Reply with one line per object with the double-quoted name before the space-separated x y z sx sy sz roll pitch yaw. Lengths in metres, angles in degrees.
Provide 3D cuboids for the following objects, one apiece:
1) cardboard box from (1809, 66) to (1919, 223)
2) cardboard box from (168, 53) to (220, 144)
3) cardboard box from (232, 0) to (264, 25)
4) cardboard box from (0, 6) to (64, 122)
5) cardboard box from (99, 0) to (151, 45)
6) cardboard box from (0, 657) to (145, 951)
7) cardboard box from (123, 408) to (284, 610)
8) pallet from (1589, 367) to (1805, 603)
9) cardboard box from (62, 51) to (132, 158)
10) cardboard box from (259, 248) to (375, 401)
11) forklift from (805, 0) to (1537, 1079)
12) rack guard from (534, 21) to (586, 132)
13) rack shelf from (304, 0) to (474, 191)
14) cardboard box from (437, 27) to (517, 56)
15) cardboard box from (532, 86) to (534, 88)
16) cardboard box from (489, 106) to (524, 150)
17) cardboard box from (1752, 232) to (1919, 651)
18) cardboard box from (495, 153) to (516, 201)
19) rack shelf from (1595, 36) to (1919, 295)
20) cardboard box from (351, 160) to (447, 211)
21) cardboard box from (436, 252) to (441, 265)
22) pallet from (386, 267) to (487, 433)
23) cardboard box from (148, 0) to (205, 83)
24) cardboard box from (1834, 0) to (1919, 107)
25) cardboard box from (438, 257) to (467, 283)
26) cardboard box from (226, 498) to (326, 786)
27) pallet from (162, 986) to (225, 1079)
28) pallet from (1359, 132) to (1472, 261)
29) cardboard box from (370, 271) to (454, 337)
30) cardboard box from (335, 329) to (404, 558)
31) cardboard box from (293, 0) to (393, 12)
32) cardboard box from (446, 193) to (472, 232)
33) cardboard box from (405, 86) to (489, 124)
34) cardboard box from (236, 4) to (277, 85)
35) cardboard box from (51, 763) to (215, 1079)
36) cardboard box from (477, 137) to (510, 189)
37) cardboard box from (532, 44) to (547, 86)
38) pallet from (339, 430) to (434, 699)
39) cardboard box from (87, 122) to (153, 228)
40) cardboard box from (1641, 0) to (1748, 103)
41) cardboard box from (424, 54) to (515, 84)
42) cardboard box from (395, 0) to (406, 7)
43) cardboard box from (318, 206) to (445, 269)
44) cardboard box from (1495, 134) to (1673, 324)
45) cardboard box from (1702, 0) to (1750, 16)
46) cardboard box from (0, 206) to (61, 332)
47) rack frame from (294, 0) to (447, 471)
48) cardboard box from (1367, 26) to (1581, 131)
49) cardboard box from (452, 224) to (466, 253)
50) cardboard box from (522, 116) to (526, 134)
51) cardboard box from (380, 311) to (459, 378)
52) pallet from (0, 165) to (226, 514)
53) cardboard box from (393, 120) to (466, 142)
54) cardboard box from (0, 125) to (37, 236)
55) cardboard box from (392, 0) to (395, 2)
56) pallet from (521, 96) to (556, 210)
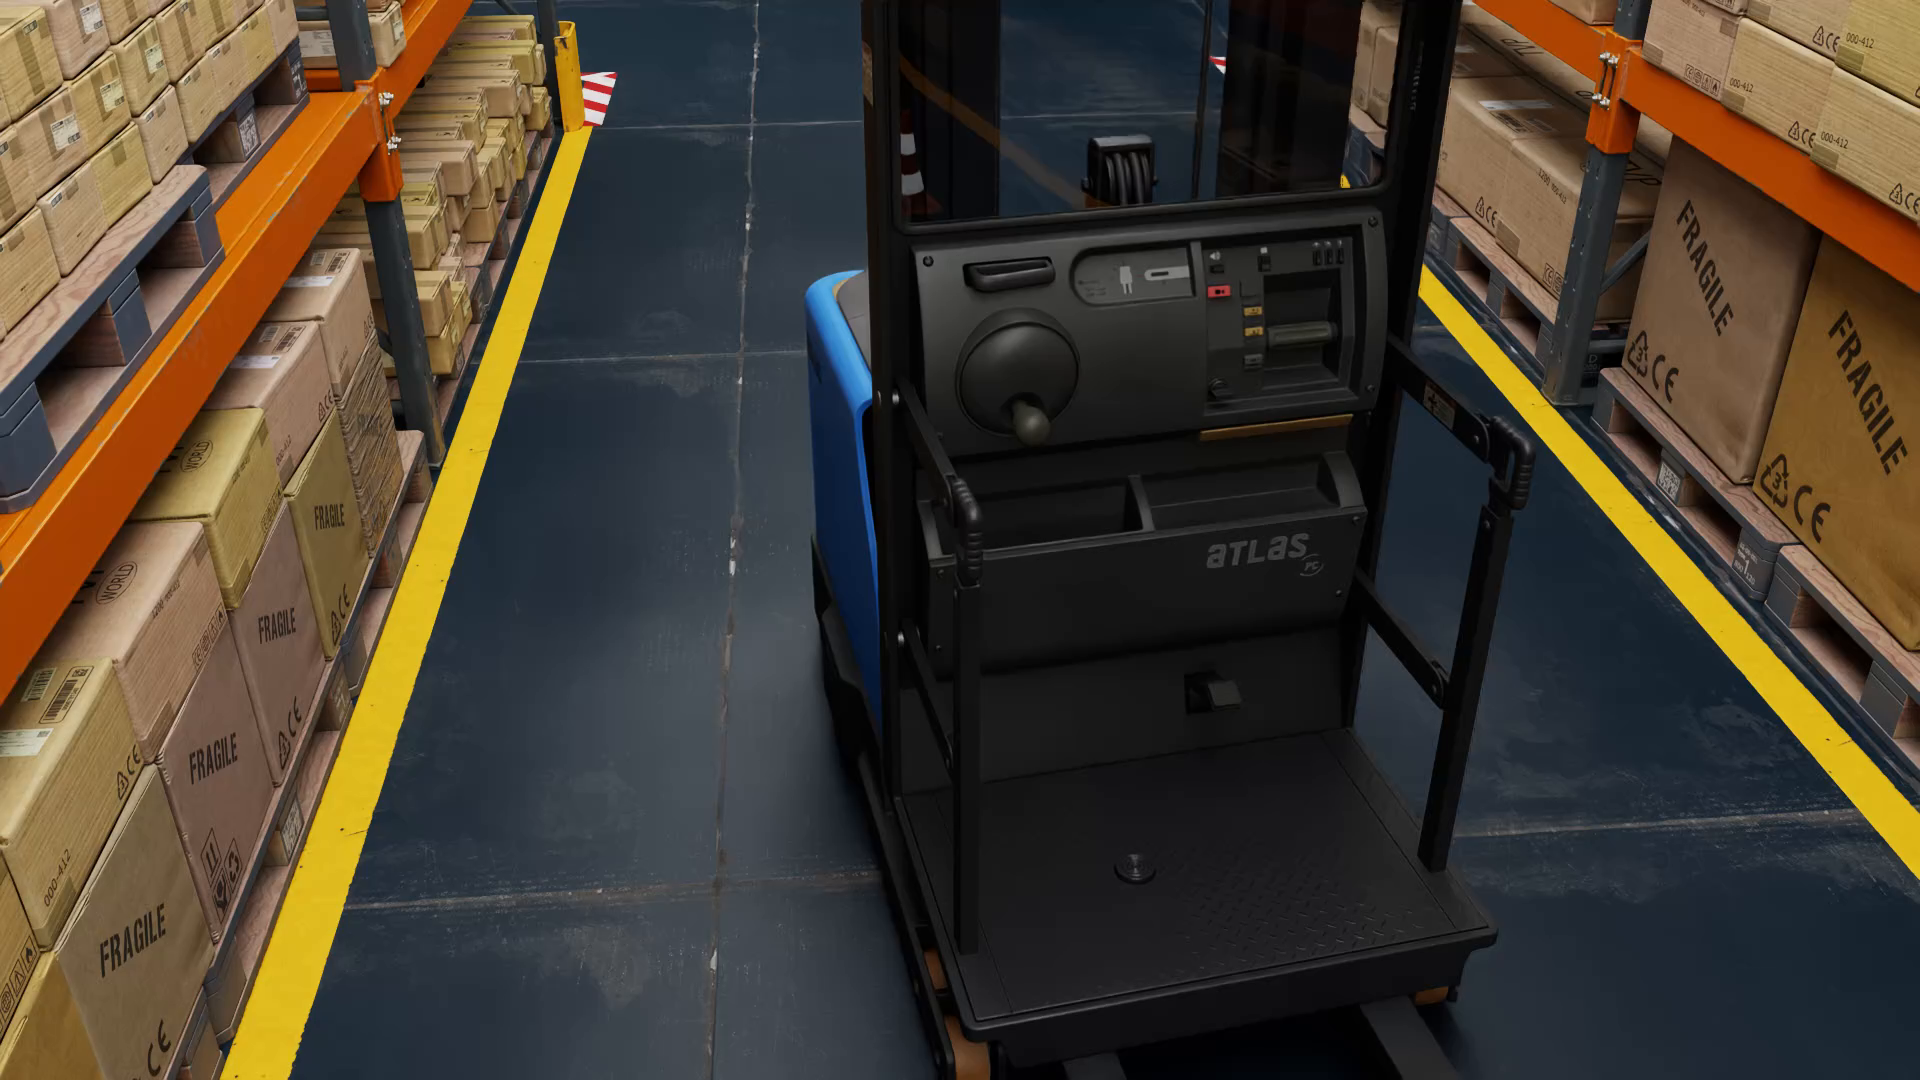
"cardboard box" 2.511 -0.994 4.135 0.500 0.250 0.500 -3 31 -5
"cardboard box" -1.964 -1.024 3.875 0.380 0.149 0.250 -4 31 -7
"cardboard box" -2.008 -1.405 4.223 0.380 0.149 0.250 -3 31 -4
"cardboard box" -1.888 -0.863 3.024 0.380 0.149 0.250 -3 31 -5
"cardboard box" -1.944 -1.137 3.483 0.380 0.149 0.250 -4 31 -6
"cardboard box" -1.765 0.457 2.856 0.500 0.250 0.500 -3 31 -5
"cardboard box" -1.848 -0.062 3.725 0.500 0.250 0.500 -4 31 -7
"pallet" 2.798 -0.235 5.437 1.003 0.211 1.213 -3 31 -5
"cardboard box" -1.907 -0.867 3.321 0.380 0.149 0.250 -3 31 -4
"cardboard box" -1.947 -0.594 4.616 0.500 0.250 0.500 -4 31 -6
"forklift" 0.428 -0.354 2.984 1.130 2.935 3.031 -7 32 -12
"rack guard" -2.635 -2.464 8.887 1.175 0.500 0.348 -3 31 -5
"rack shelf" -2.455 -2.245 6.786 1.077 0.370 4.000 -3 31 -5
"cardboard box" -2.374 -2.398 8.130 0.380 0.149 0.250 -2 31 -4
"cardboard box" -2.385 -2.273 8.501 0.380 0.149 0.250 -2 31 -4
"cardboard box" -2.197 -1.875 7.544 0.380 0.149 0.250 -2 31 -4
"cardboard box" 2.881 -0.317 4.517 0.875 0.875 0.875 -2 31 -3
"cardboard box" -2.193 -1.614 7.398 0.380 0.149 0.250 -2 31 -4
"rack shelf" 2.838 -0.492 3.850 1.077 0.370 4.000 -3 31 -5
"cardboard box" -2.180 -1.333 6.347 0.380 0.149 0.250 -4 31 -6
"cardboard box" -2.155 -1.065 6.189 0.380 0.149 0.250 -3 31 -5
"pallet" -2.366 -0.677 6.178 1.003 0.211 1.213 -3 31 -5
"cardboard box" -1.958 -1.139 3.777 0.380 0.149 0.250 -4 31 -6
"cardboard box" 2.509 -1.210 4.010 0.500 0.250 0.500 -2 31 -4
"cardboard box" -2.082 -0.951 6.288 0.380 0.149 0.250 -3 31 -5
"cardboard box" -1.857 0.249 3.935 0.500 0.500 0.500 -3 31 -6
"pallet" -1.966 1.307 2.856 1.003 0.211 1.213 -3 31 -5
"pallet" 2.541 -1.641 7.792 1.003 0.211 1.213 -3 31 -5
"cardboard box" -1.983 -0.818 5.774 0.380 0.149 0.250 -1 31 -2
"cardboard box" -1.948 -0.275 4.813 0.500 0.500 0.500 -3 31 -6
"cardboard box" -2.063 -1.969 5.233 0.500 0.500 0.500 -3 31 -5
"cardboard box" -2.179 -1.345 6.657 0.380 0.149 0.250 -1 31 -2
"cardboard box" -2.267 -1.862 7.233 0.380 0.149 0.250 -4 31 -6
"cardboard box" -2.009 -1.280 4.303 0.380 0.149 0.250 -3 31 -4
"cardboard box" -1.757 0.772 3.061 0.500 0.500 0.500 -2 31 -4
"cardboard box" -2.138 -1.604 7.090 0.380 0.149 0.250 -2 31 -4
"cardboard box" -2.308 -2.404 8.430 0.380 0.149 0.250 -4 31 -6
"pallet" -2.194 0.061 4.941 1.003 0.211 1.213 -3 31 -5
"cardboard box" -1.909 -0.747 3.412 0.380 0.149 0.250 -1 31 -2
"cardboard box" 2.429 -1.520 5.016 0.500 0.250 0.500 -3 31 -6
"cardboard box" -2.262 -2.137 7.692 0.380 0.149 0.250 -4 31 -7
"cardboard box" -2.163 -1.987 5.896 0.380 0.149 0.250 -4 31 -7
"cardboard box" -2.061 -1.074 5.914 0.380 0.149 0.250 -1 31 -2
"cardboard box" 2.699 -1.228 6.470 0.875 0.438 0.875 -3 31 -5
"cardboard box" 2.411 -1.734 4.887 0.500 0.250 0.500 -4 31 -6
"cardboard box" -1.861 -0.478 2.961 0.380 0.149 0.250 -2 31 -4
"rack frame" -2.268 -1.533 4.892 1.000 3.000 0.127 -3 31 -5
"cardboard box" 2.532 -2.146 8.006 0.875 0.438 0.875 -2 31 -3
"cardboard box" -2.215 -1.214 6.728 0.380 0.149 0.250 -4 31 -7
"cardboard box" -2.321 -2.008 8.057 0.380 0.149 0.250 -3 31 -5
"cardboard box" -1.982 -0.691 5.852 0.380 0.149 0.250 -4 31 -7
"pallet" -2.120 -0.417 3.211 1.003 0.211 1.213 -3 31 -5
"cardboard box" -2.230 -1.602 6.798 0.380 0.149 0.250 -4 31 -7
"cardboard box" -1.861 -0.605 2.883 0.380 0.149 0.250 -3 31 -5
"cardboard box" -2.067 -1.714 5.439 0.380 0.149 0.250 -2 31 -3
"pallet" -2.594 -1.923 8.264 1.003 0.211 1.213 -3 31 -5
